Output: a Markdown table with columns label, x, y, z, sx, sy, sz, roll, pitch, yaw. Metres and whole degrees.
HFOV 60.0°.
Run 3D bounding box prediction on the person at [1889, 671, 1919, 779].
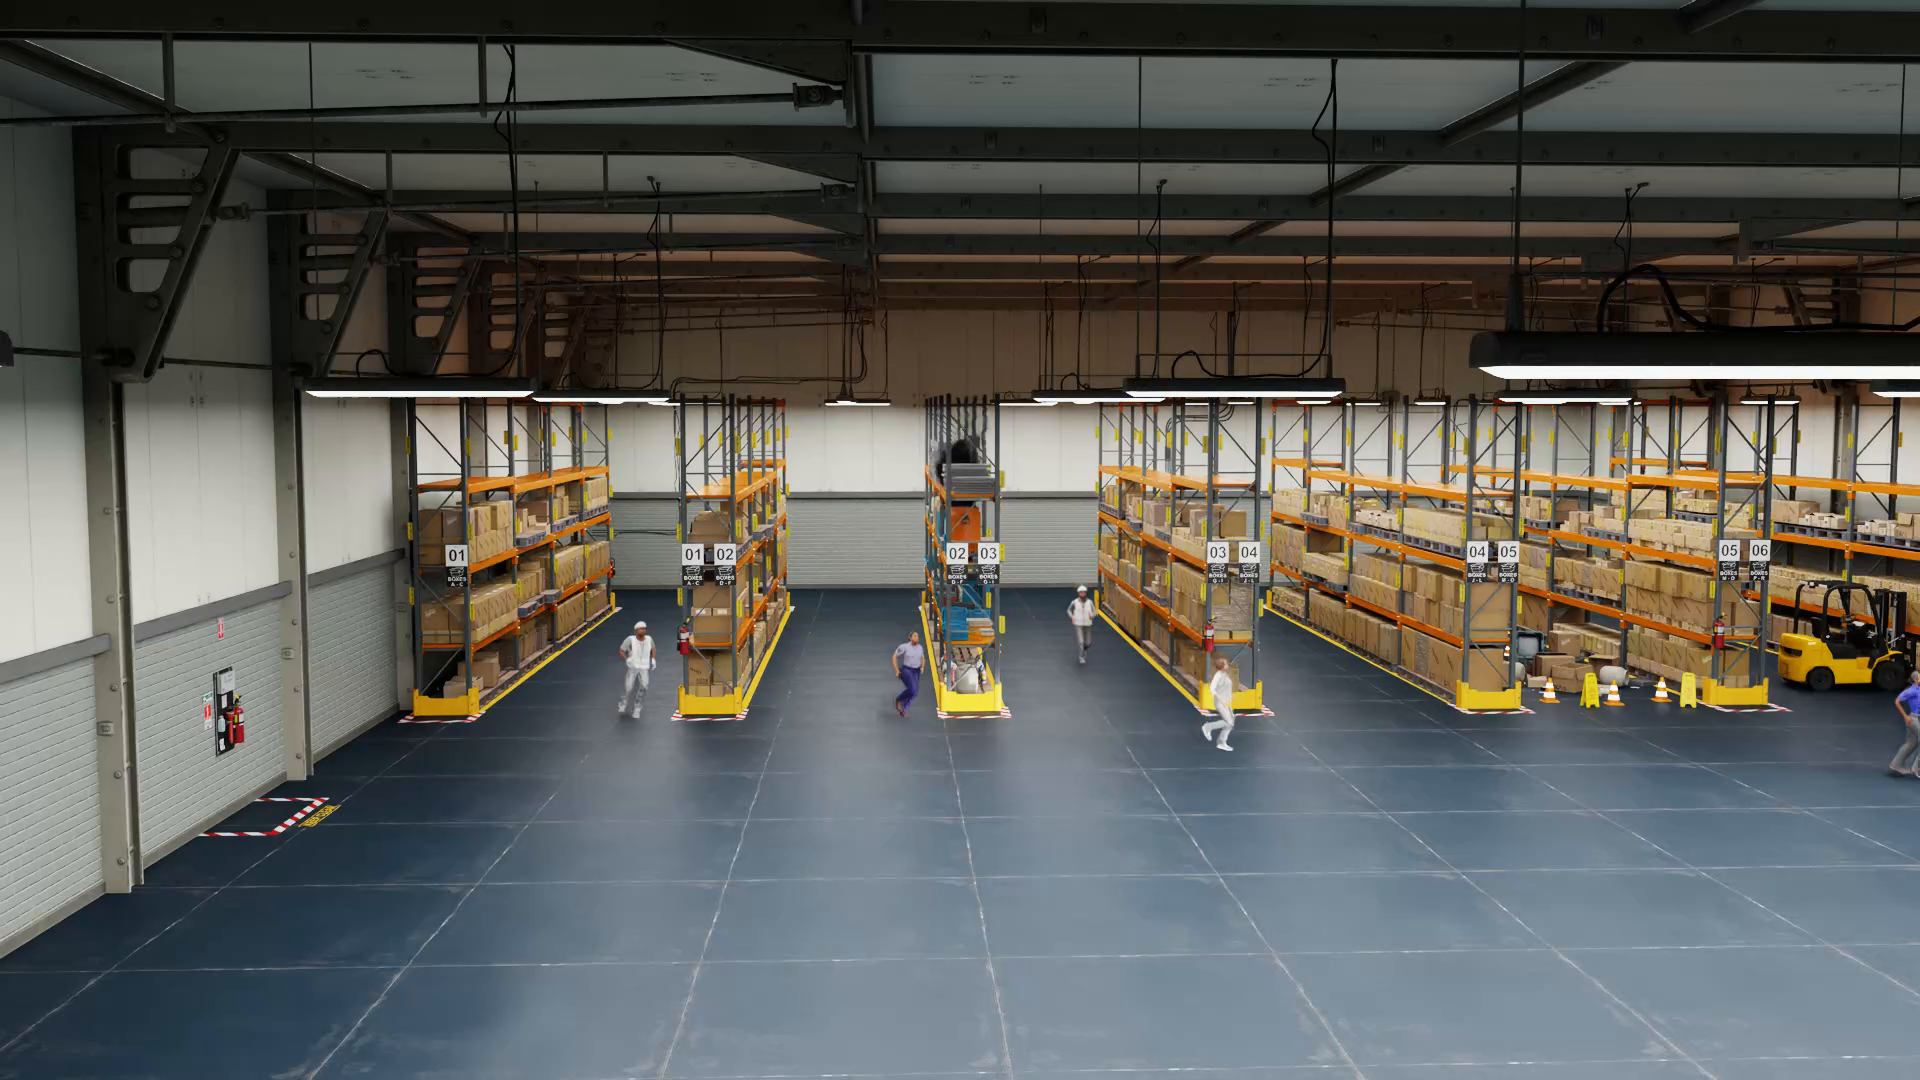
| label | x | y | z | sx | sy | sz | roll | pitch | yaw |
| --- | --- | --- | --- | --- | --- | --- | --- | --- | --- |
| person | 14.808 | 2.880 | 25.726 | 0.713 | 1.688 | 0.543 | 4 | 6 | 39 |

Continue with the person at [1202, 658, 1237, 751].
| label | x | y | z | sx | sy | sz | roll | pitch | yaw |
| --- | --- | --- | --- | --- | --- | --- | --- | --- | --- |
| person | 4.361 | 2.752 | 27.949 | 0.544 | 1.559 | 0.544 | 2 | 5 | 26 |

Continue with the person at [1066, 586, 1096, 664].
| label | x | y | z | sx | sy | sz | roll | pitch | yaw |
| --- | --- | --- | --- | --- | --- | --- | --- | --- | --- |
| person | 2.744 | 1.901 | 37.457 | 0.666 | 1.732 | 0.753 | -1 | 5 | -7 |

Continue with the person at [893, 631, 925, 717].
| label | x | y | z | sx | sy | sz | roll | pitch | yaw |
| --- | --- | --- | --- | --- | --- | --- | --- | --- | --- |
| person | -0.876 | 2.492 | 30.957 | 0.636 | 1.576 | 0.539 | -3 | 6 | -36 |

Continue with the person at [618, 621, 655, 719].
| label | x | y | z | sx | sy | sz | roll | pitch | yaw |
| --- | --- | --- | --- | --- | --- | --- | --- | --- | --- |
| person | -5.988 | 2.410 | 30.959 | 0.743 | 1.797 | 0.685 | -2 | 5 | -25 |
